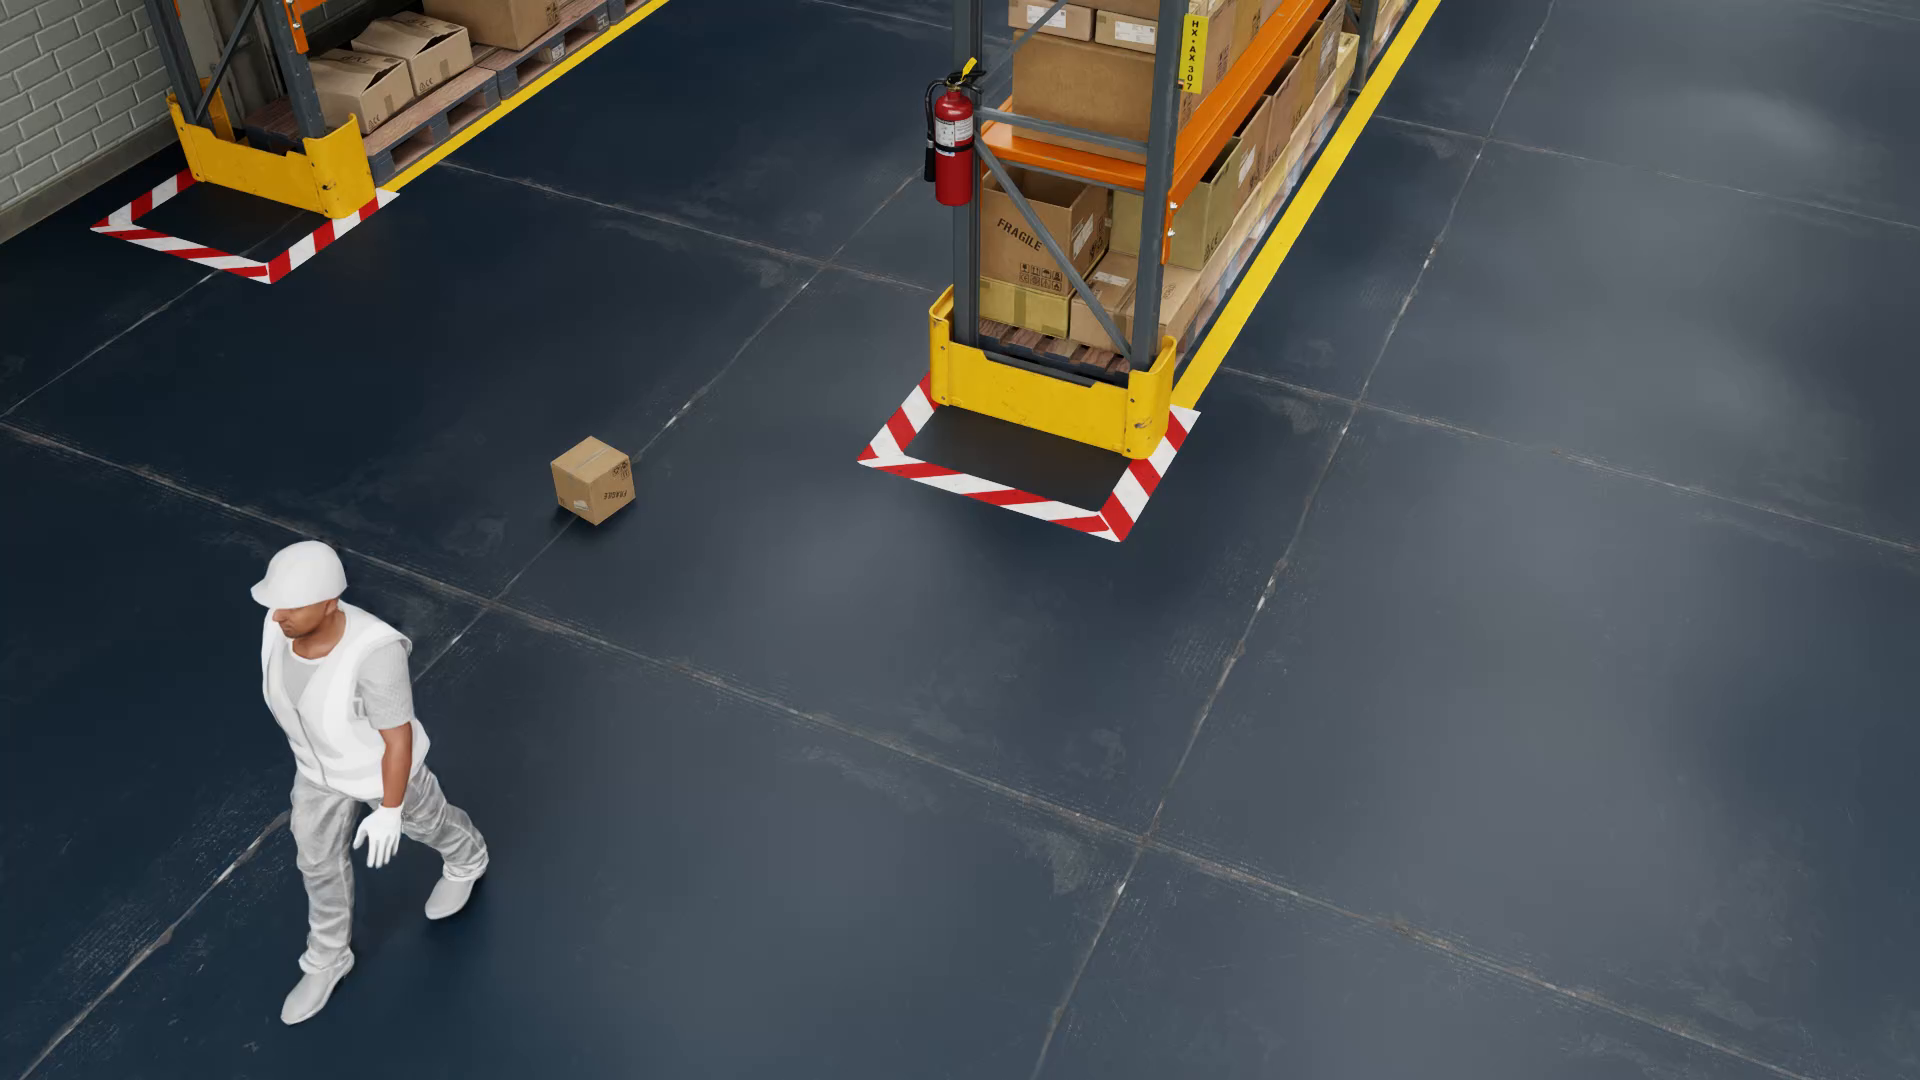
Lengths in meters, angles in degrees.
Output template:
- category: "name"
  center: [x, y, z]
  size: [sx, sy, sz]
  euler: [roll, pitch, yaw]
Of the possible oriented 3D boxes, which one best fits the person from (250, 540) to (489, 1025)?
- category: "person"
  center: [-1.949, 0.773, 5.267]
  size: [0.567, 1.787, 0.824]
  euler: [16, 44, 17]
